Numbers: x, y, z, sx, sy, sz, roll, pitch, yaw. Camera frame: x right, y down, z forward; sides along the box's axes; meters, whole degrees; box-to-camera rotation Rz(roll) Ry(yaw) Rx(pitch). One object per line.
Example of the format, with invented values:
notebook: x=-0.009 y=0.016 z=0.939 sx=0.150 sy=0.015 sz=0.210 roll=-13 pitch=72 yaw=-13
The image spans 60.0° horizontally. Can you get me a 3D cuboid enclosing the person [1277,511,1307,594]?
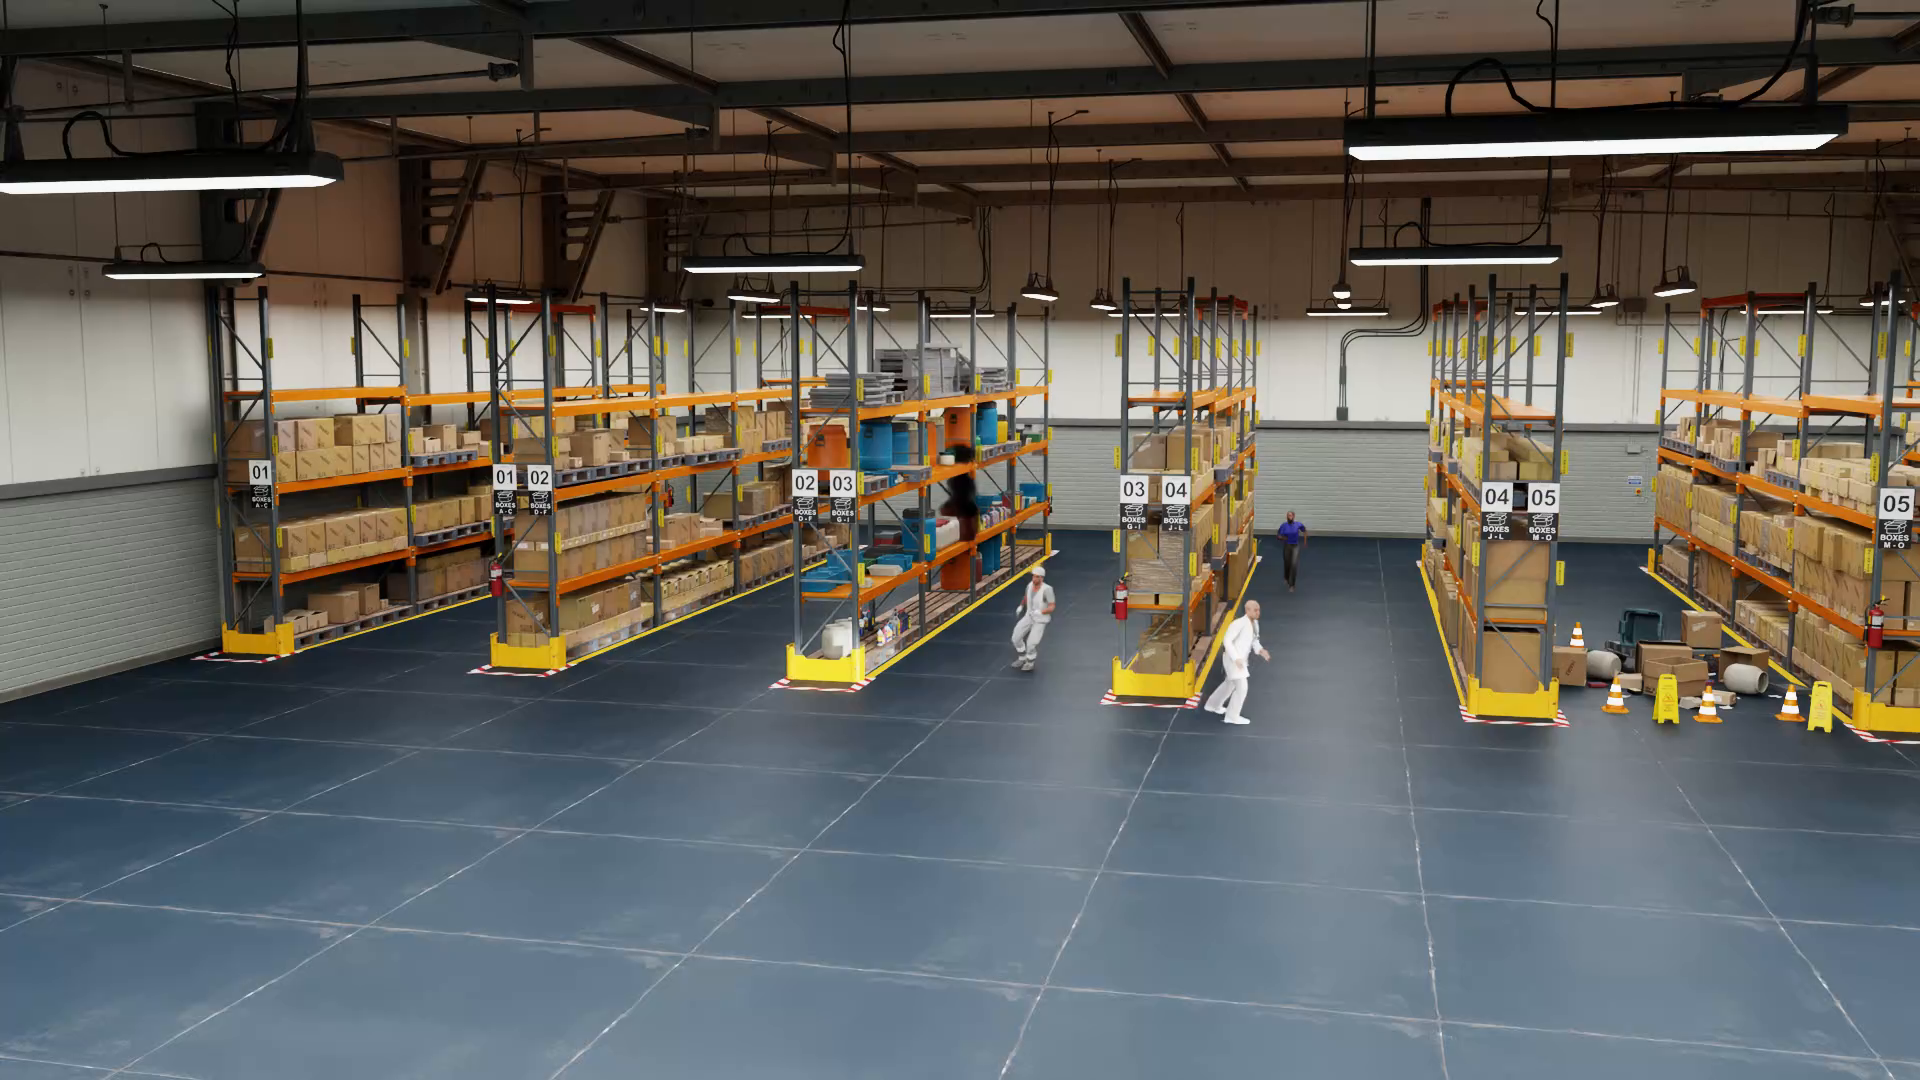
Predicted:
person: x=6.888 y=0.228 z=34.499 sx=0.593 sy=1.699 sz=0.896 roll=2 pitch=7 yaw=18

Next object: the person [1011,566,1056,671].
person: x=1.098 y=1.228 z=25.674 sx=0.861 sy=1.673 sz=0.692 roll=4 pitch=8 yaw=32

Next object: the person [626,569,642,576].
person: x=-7.287 y=-0.006 z=36.536 sx=0.702 sy=1.649 sz=0.762 roll=0 pitch=7 yaw=-4

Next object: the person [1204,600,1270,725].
person: x=3.668 y=1.612 z=22.272 sx=0.924 sy=1.690 sz=0.743 roll=4 pitch=8 yaw=32
